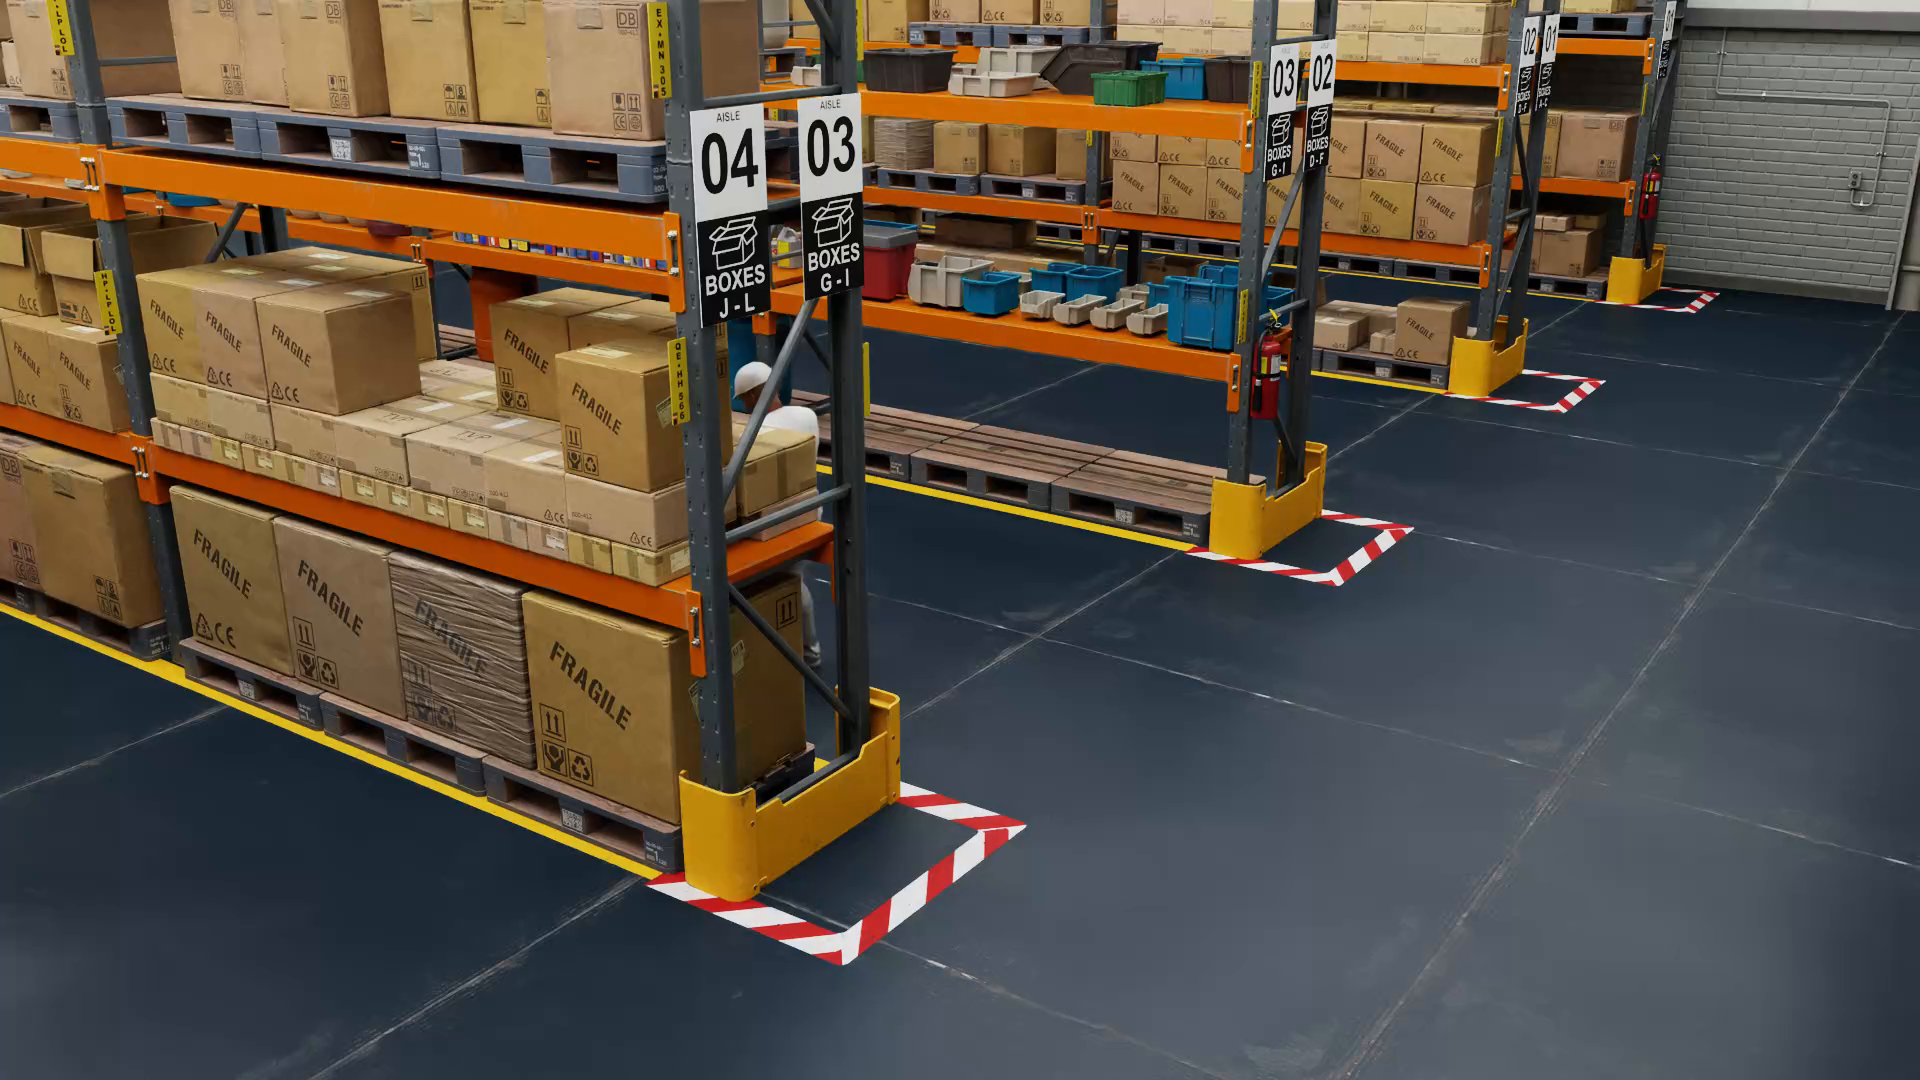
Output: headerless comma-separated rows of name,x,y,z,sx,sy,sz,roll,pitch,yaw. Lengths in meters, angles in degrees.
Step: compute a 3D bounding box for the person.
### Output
person,-0.996,-0.093,8.860,0.437,1.725,0.588,14,24,33
